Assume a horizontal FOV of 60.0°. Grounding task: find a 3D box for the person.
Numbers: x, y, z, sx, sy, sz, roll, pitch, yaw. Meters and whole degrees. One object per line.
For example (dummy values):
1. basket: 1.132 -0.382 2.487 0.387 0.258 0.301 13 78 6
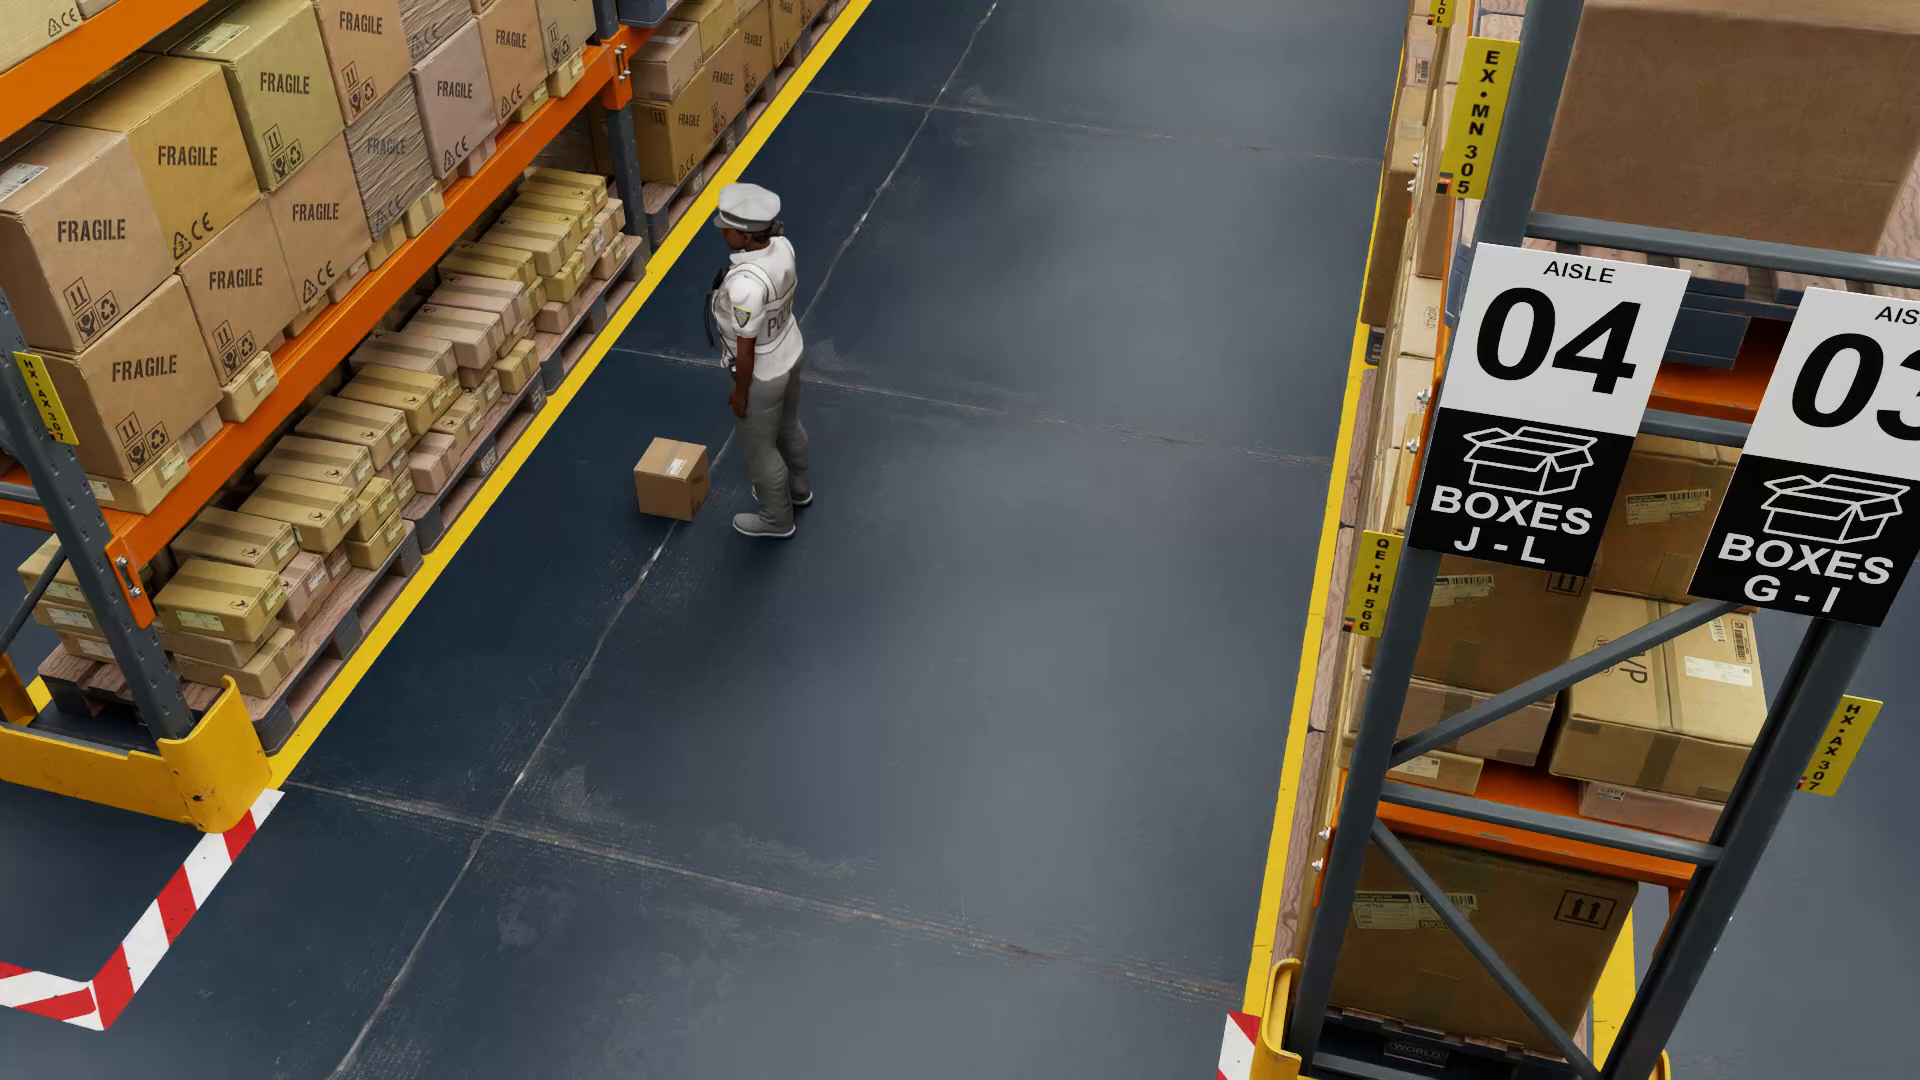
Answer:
1. person: -0.839 -0.720 6.976 0.338 1.684 0.442 11 42 12
